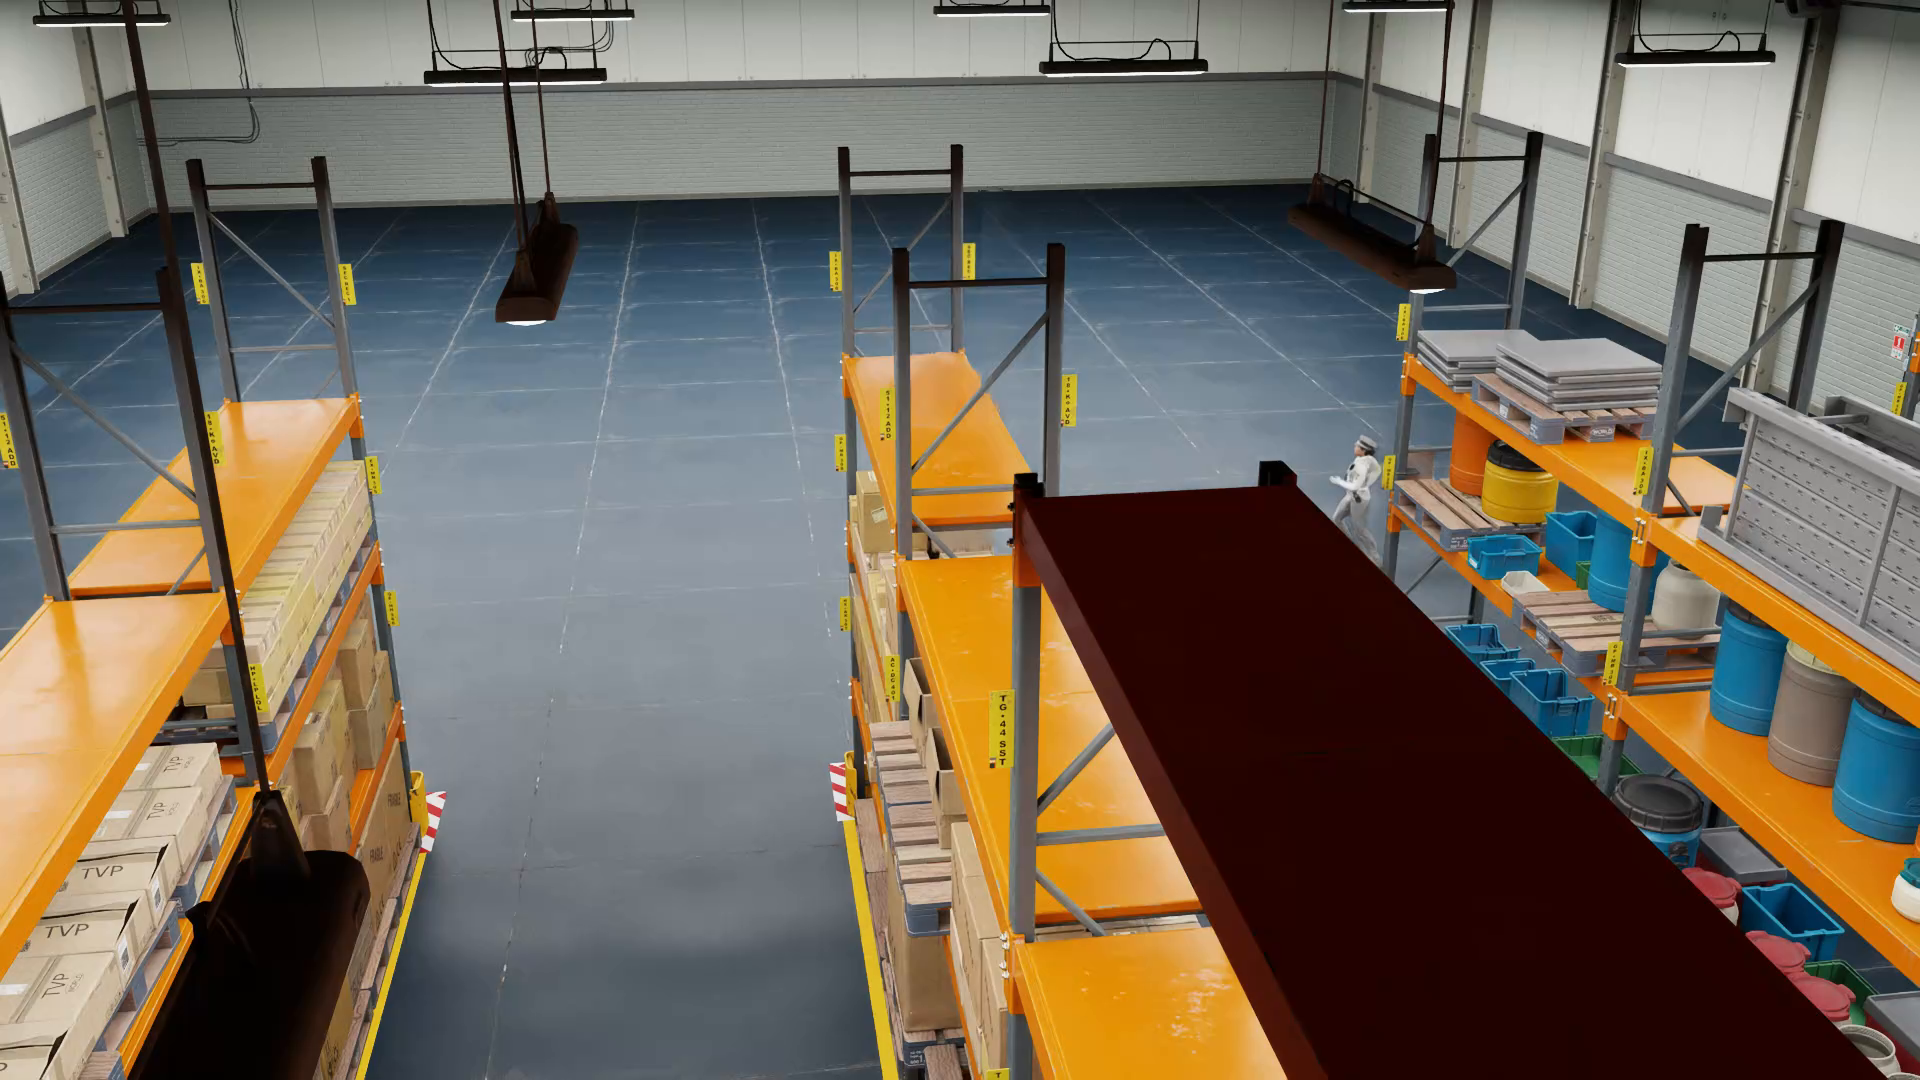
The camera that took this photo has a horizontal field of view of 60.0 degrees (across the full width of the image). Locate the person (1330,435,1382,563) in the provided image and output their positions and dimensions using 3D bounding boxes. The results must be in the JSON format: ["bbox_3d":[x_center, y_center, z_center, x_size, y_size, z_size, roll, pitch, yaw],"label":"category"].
[{"bbox_3d":[4.910,-0.476,20.562,0.713,1.730,0.579,4,22,10],"label":"person"}]
